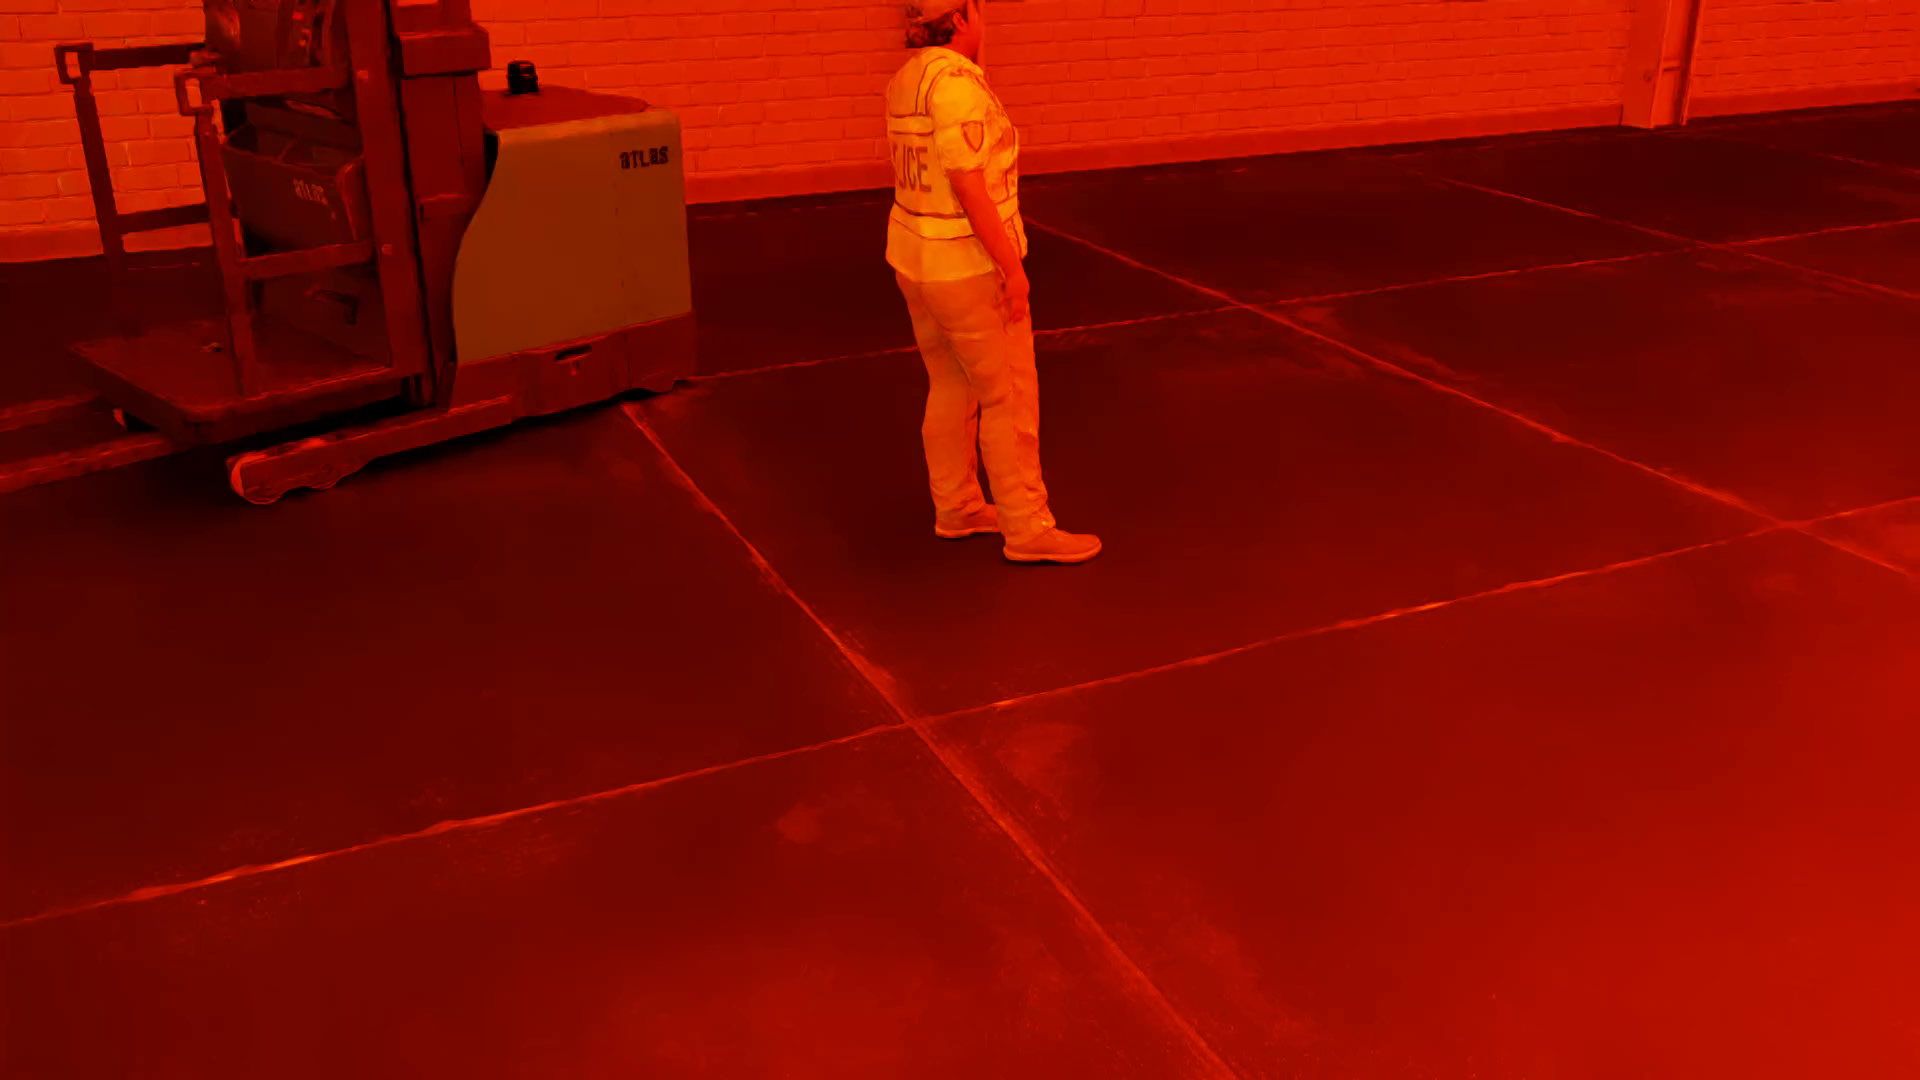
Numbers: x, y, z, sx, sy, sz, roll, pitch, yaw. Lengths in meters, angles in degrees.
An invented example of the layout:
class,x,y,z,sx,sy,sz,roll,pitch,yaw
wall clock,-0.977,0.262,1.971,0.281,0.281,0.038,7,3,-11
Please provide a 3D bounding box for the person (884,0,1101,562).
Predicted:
class,x,y,z,sx,sy,sz,roll,pitch,yaw
person,0.079,-0.781,4.795,0.529,1.669,0.598,-10,25,-23

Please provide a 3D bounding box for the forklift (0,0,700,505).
class,x,y,z,sx,sy,sz,roll,pitch,yaw
forklift,-2.419,-1.690,5.354,1.130,2.935,3.031,21,30,41
